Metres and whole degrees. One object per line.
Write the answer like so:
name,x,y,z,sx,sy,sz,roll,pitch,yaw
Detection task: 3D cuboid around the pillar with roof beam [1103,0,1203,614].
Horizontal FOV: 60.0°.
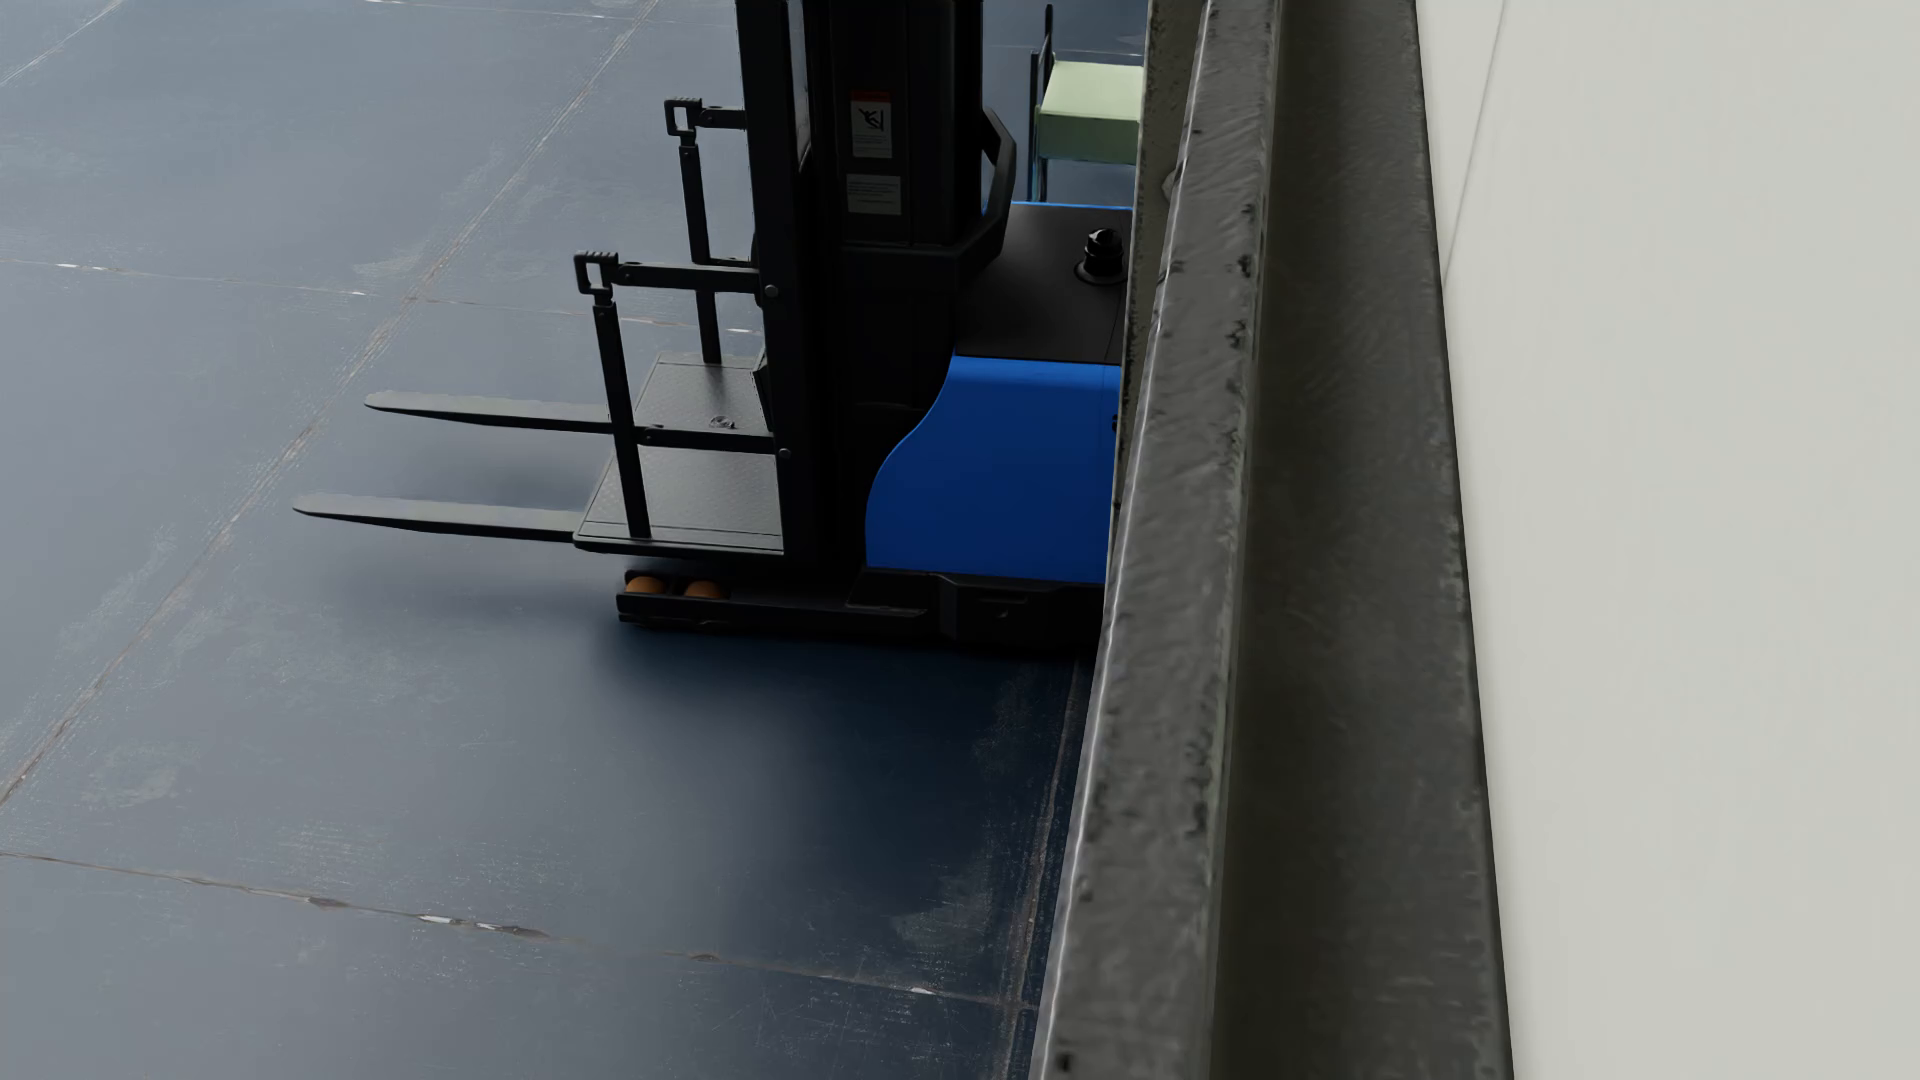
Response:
pillar with roof beam,-3.784,-2.707,1.962,9.100,9.000,0.400,6,40,8

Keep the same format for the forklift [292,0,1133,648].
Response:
forklift,-0.681,-1.163,4.857,3.031,2.935,1.130,4,40,5

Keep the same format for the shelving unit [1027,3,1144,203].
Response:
shelving unit,0.631,-1.054,5.842,0.755,1.500,0.431,6,41,7

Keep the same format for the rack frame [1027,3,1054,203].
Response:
rack frame,0.270,-1.094,5.890,0.023,1.500,0.400,6,41,7

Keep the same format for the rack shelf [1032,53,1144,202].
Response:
rack shelf,0.630,-1.351,5.589,0.720,0.370,0.431,6,41,7
